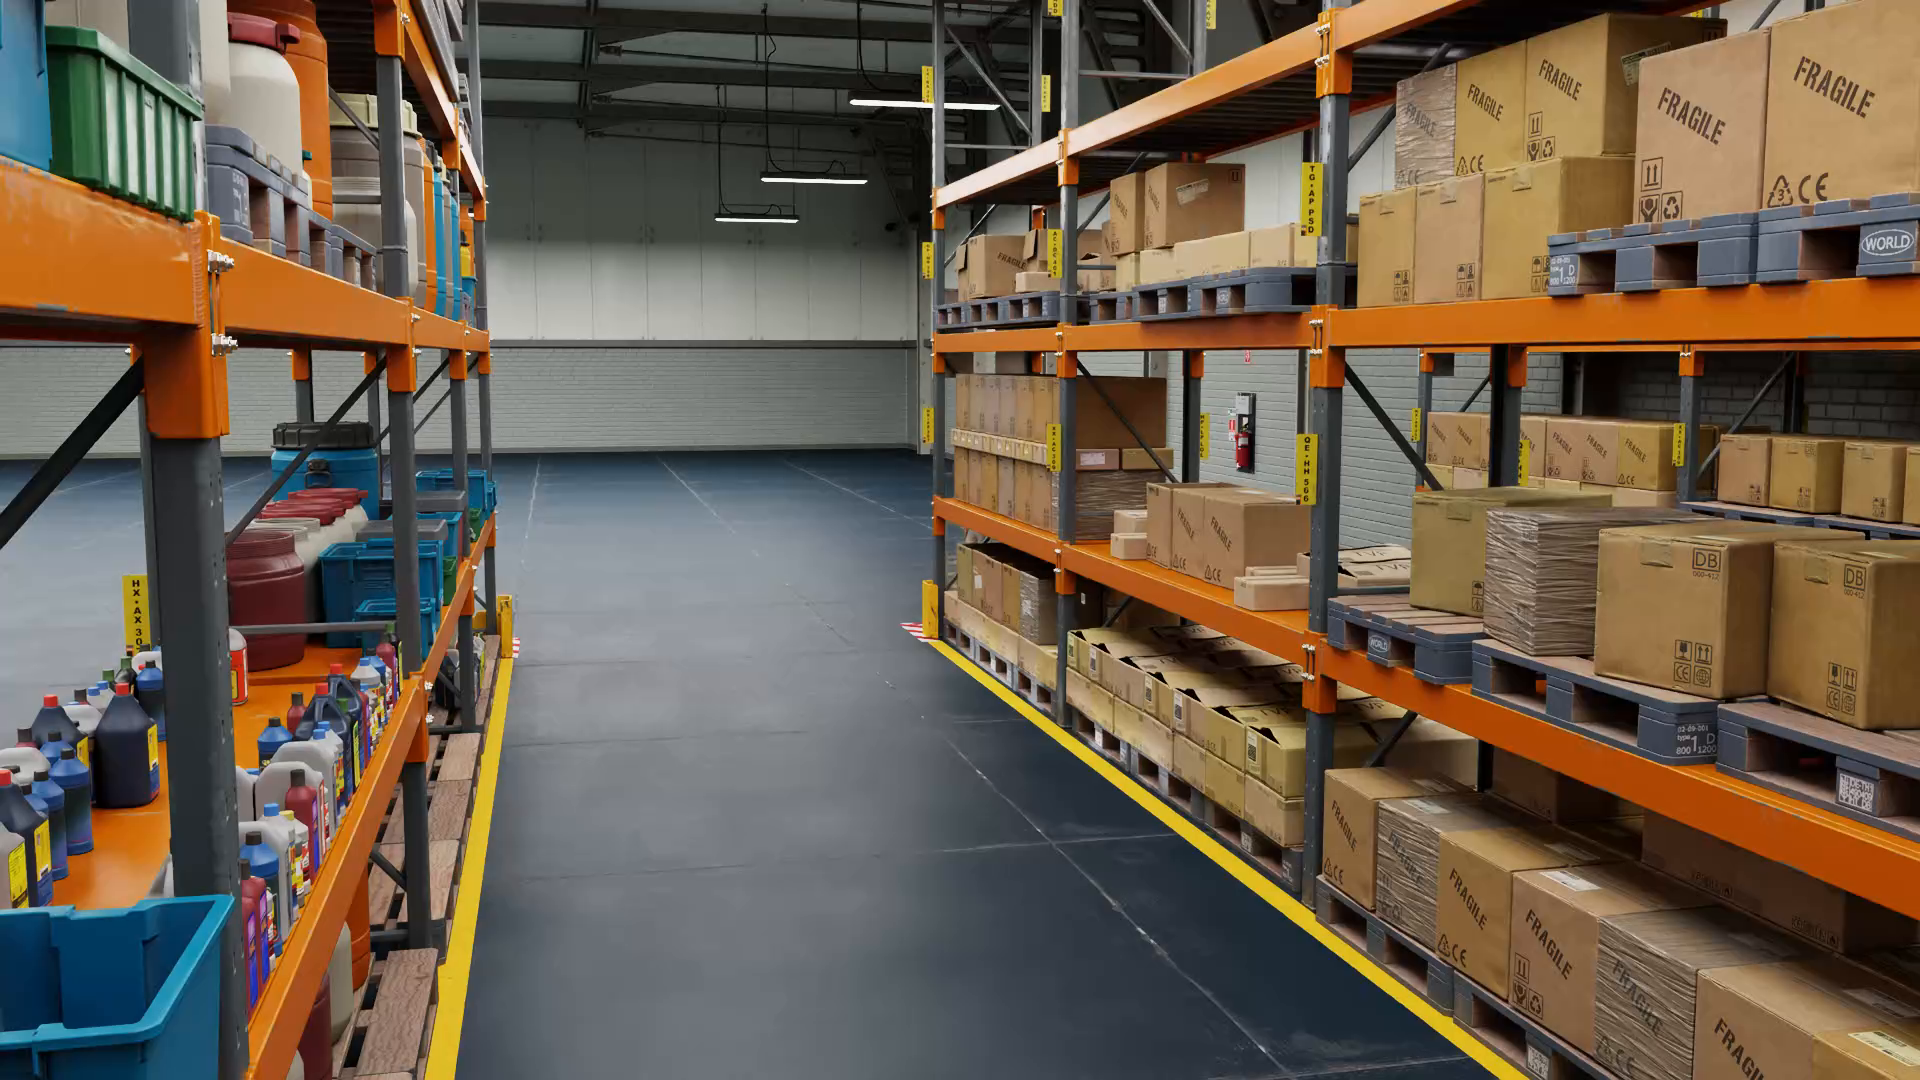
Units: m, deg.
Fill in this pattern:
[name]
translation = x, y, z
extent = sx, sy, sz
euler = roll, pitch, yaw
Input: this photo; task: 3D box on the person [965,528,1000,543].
[person]
translation = 0.184, -0.078, 16.785
extent = 0.529, 1.669, 0.593
euler = -3, 7, -27
